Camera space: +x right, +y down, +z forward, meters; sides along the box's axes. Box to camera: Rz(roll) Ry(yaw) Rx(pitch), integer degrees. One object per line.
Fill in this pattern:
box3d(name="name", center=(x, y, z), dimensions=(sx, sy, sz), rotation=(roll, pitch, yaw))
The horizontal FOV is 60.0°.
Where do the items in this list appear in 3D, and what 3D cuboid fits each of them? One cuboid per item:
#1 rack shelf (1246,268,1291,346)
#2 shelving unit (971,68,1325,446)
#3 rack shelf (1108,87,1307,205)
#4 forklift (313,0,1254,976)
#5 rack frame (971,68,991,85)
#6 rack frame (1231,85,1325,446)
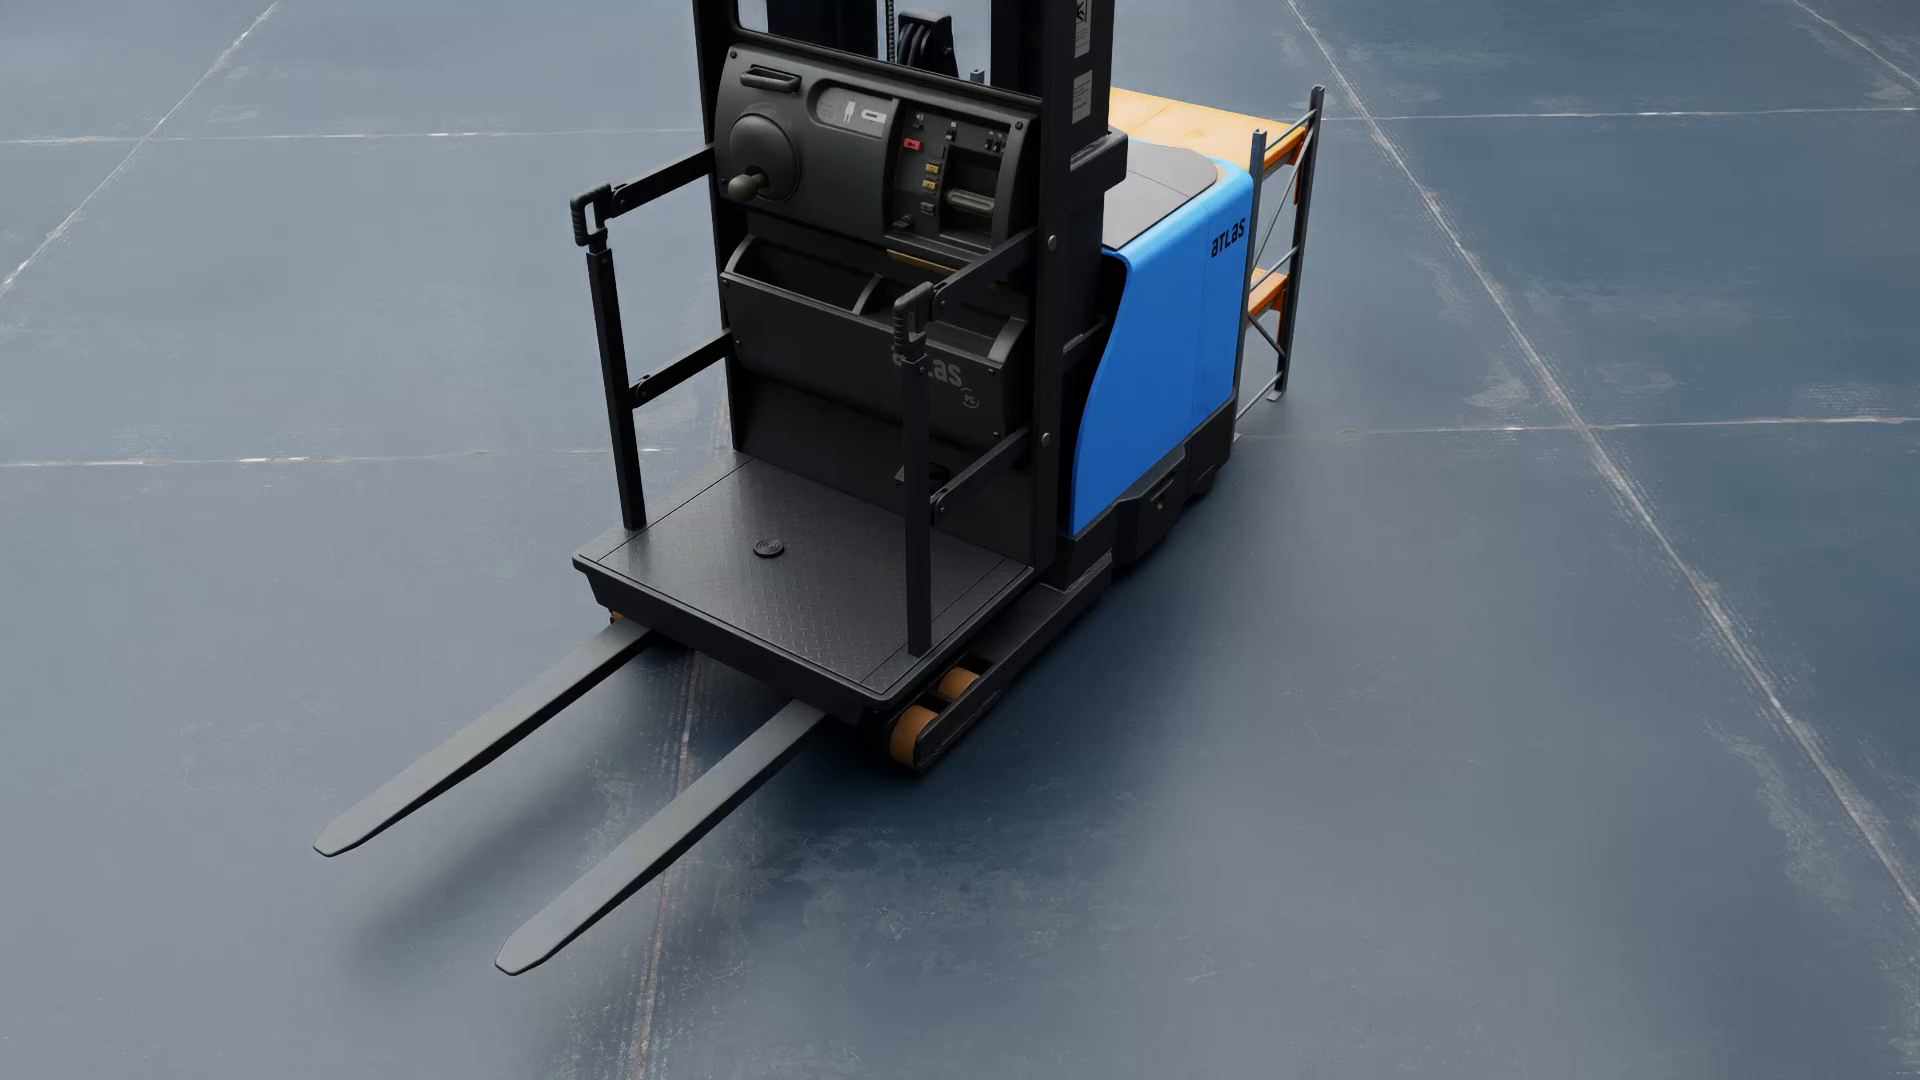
box3d(name="rack shelf", center=(0.612, -0.851, 5.921), dimensions=(1.000, 0.278, 0.538), rotation=(20, 39, 26))
box3d(name="shelving unit", center=(0.612, -1.052, 5.782), dimensions=(1.048, 1.125, 0.538), rotation=(20, 39, 26))
box3d(name="rack shelf", center=(0.612, -1.293, 5.615), dimensions=(1.000, 0.278, 0.538), rotation=(20, 39, 26))
box3d(name="forklift", center=(-0.357, -0.914, 3.995), dimensions=(1.130, 2.935, 3.031), rotation=(22, 40, 28))
box3d(name="rack frame", center=(0.184, -1.208, 6.008), dimensions=(0.032, 1.125, 0.500), rotation=(20, 39, 26))
box3d(name="rack frame", center=(1.039, -0.896, 5.556), dimensions=(0.032, 1.125, 0.500), rotation=(20, 39, 26))
